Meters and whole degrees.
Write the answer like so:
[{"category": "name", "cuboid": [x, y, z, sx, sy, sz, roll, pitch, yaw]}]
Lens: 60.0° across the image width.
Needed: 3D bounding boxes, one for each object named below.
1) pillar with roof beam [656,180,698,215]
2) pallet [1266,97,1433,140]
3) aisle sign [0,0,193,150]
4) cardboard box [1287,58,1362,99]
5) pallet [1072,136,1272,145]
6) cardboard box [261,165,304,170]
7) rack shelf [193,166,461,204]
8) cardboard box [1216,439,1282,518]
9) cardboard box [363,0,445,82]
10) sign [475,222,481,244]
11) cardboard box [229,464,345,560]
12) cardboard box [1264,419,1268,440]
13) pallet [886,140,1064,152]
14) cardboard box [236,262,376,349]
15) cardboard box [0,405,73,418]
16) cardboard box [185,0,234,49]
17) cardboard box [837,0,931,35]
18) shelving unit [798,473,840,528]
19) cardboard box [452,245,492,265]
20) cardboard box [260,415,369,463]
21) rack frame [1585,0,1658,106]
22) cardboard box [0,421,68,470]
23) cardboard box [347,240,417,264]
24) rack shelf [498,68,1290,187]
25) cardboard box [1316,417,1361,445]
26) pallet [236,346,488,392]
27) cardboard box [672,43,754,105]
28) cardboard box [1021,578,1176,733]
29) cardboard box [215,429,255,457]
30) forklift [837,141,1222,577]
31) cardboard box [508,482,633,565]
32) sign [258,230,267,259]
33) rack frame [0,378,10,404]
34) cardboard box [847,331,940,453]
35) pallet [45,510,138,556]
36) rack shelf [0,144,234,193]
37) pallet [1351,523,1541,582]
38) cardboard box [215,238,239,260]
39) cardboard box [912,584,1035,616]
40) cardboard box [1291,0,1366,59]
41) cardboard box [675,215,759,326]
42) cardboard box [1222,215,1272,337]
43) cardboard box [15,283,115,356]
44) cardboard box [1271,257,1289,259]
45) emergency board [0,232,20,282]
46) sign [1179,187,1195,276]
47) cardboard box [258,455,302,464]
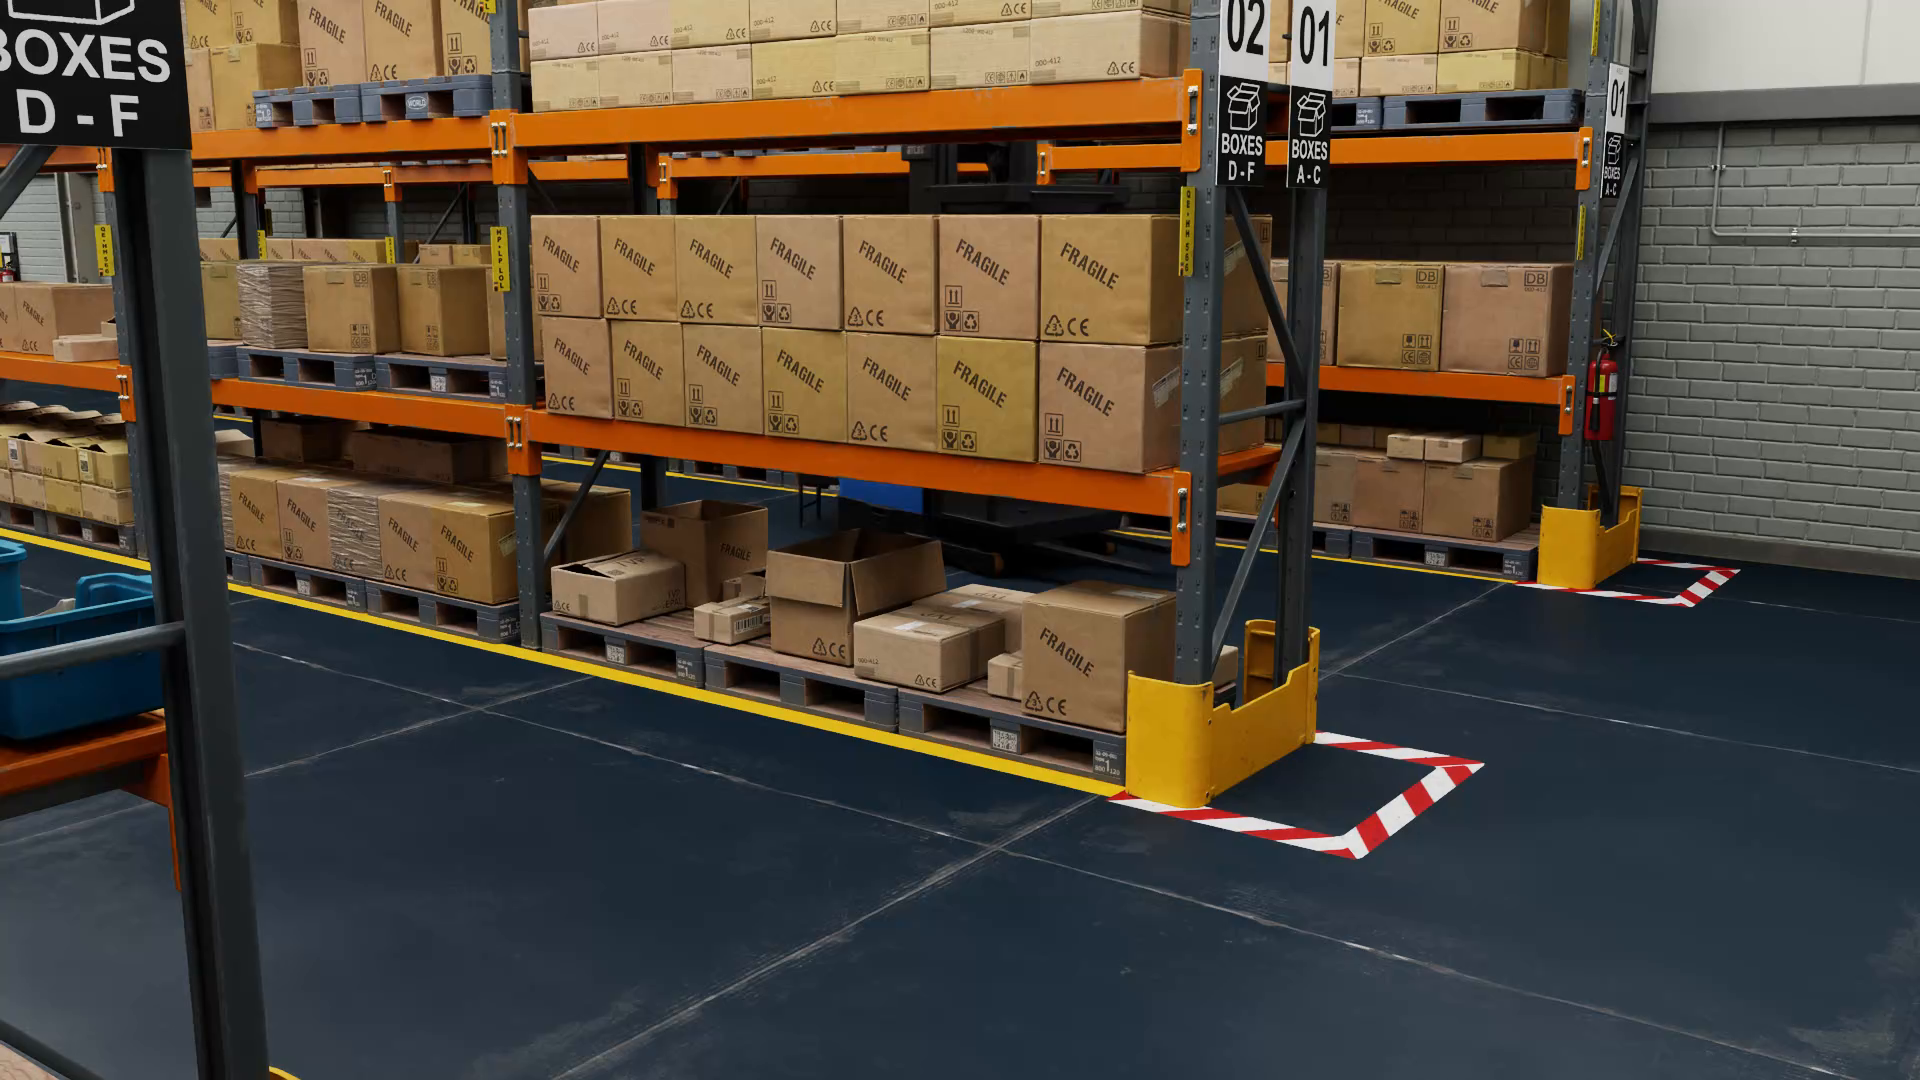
[{"category": "pillar with roof beam", "cuboid": [-5.412, -4.731, 12.794, 0.400, 9.000, 9.100, 8, 13, 36]}, {"category": "pallet", "cuboid": [2.528, -2.915, 11.537, 1.213, 0.211, 1.003, 8, 13, 36]}, {"category": "aisle sign", "cuboid": [-1.511, -1.064, 2.788, 0.004, 0.787, 0.394, 8, 13, 36]}, {"category": "cardboard box", "cuboid": [2.530, -3.079, 11.178, 0.500, 0.250, 0.500, 7, 13, 34]}, {"category": "pallet", "cuboid": [1.549, -3.052, 12.246, 1.213, 0.211, 1.003, 8, 13, 36]}, {"category": "cardboard box", "cuboid": [-7.378, -4.341, 18.358, 0.500, 0.500, 0.500, 9, 14, 39]}, {"category": "rack shelf", "cuboid": [-7.164, -3.961, 18.601, 4.000, 0.370, 1.077, 8, 13, 36]}, {"category": "cardboard box", "cuboid": [2.253, -0.481, 12.094, 0.500, 0.500, 0.700, 8, 14, 37]}, {"category": "cardboard box", "cuboid": [-2.948, -2.875, 9.462, 0.600, 0.600, 0.600, 8, 13, 35]}, {"category": "sign", "cuboid": [-5.227, -3.270, 17.987, 0.005, 0.325, 0.100, 8, 13, 36]}, {"category": "cardboard box", "cuboid": [-4.233, -0.186, 10.518, 0.500, 0.500, 0.500, 8, 13, 35]}, {"category": "cardboard box", "cuboid": [2.027, -0.789, 11.980, 0.250, 0.149, 0.380, 7, 13, 34]}, {"category": "pallet", "cuboid": [0.127, -3.191, 13.233, 1.217, 0.209, 0.805, 7, 13, 33]}, {"category": "cardboard box", "cuboid": [-4.059, -1.477, 10.400, 0.700, 0.500, 0.500, -10, 15, -42]}, {"category": "cardboard box", "cuboid": [-7.562, -0.930, 13.595, 0.500, 0.311, 0.500, 8, 14, 37]}, {"category": "cardboard box", "cuboid": [-4.499, -3.313, 10.465, 0.500, 0.500, 0.500, 8, 13, 36]}, {"category": "cardboard box", "cuboid": [-0.178, -2.284, 7.122, 0.500, 0.250, 0.500, 8, 13, 36]}, {"category": "shelving unit", "cuboid": [-0.912, -1.147, 12.429, 0.503, 2.100, 0.431, 3, 11, 16]}, {"category": "cardboard box", "cuboid": [-4.716, -2.755, 16.951, 0.500, 0.500, 0.700, 10, 15, 41]}, {"category": "cardboard box", "cuboid": [-4.317, -0.690, 11.146, 0.500, 0.250, 0.500, 9, 14, 38]}, {"category": "rack frame", "cuboid": [4.120, -4.212, 10.112, 0.127, 3.000, 1.000, 8, 13, 36]}, {"category": "cardboard box", "cuboid": [-7.056, -0.732, 12.572, 0.500, 0.311, 0.500, 8, 14, 37]}, {"category": "cardboard box", "cuboid": [-6.116, -2.926, 17.627, 0.500, 0.500, 0.500, 8, 13, 35]}, {"category": "rack shelf", "cuboid": [-0.421, -1.853, 7.705, 4.000, 0.370, 1.077, 8, 13, 36]}, {"category": "cardboard box", "cuboid": [2.692, -0.787, 11.966, 0.250, 0.149, 0.380, 8, 14, 36]}, {"category": "pallet", "cuboid": [-3.687, -1.096, 10.301, 1.213, 0.211, 1.003, 8, 13, 36]}, {"category": "cardboard box", "cuboid": [-0.985, -2.151, 7.750, 0.500, 0.250, 0.500, 8, 13, 36]}, {"category": "cardboard box", "cuboid": [0.606, 0.480, 7.076, 0.500, 0.500, 0.500, 8, 13, 36]}, {"category": "cardboard box", "cuboid": [-5.506, -0.643, 12.114, 0.500, 0.311, 0.500, 9, 14, 37]}, {"category": "forklift", "cuboid": [0.423, -1.304, 11.052, 1.130, 2.935, 3.031, -9, 14, -38]}, {"category": "cardboard box", "cuboid": [-2.279, -0.038, 9.754, 0.500, 0.500, 0.500, 7, 13, 33]}, {"category": "sign", "cuboid": [-4.944, -2.021, 11.741, 0.005, 0.325, 0.100, 8, 13, 36]}, {"category": "rack frame", "cuboid": [-8.482, -1.857, 13.733, 0.127, 3.000, 1.000, 8, 13, 36]}, {"category": "cardboard box", "cuboid": [-0.151, -0.681, 7.388, 0.500, 0.500, 0.500, 8, 14, 36]}, {"category": "pallet", "cuboid": [-5.898, -0.137, 12.183, 1.213, 0.211, 1.003, 8, 13, 36]}, {"category": "rack shelf", "cuboid": [-6.870, -2.752, 12.354, 4.000, 0.370, 1.077, 8, 13, 36]}, {"category": "pallet", "cuboid": [3.429, 0.024, 11.349, 1.213, 0.211, 1.003, 8, 13, 36]}, {"category": "cardboard box", "cuboid": [-8.177, -3.213, 19.111, 0.500, 0.500, 0.500, 8, 14, 36]}, {"category": "cardboard box", "cuboid": [0.114, 0.409, 8.101, 0.500, 0.250, 0.500, 8, 13, 36]}, {"category": "cardboard box", "cuboid": [2.546, -3.445, 11.096, 0.500, 0.500, 0.500, 7, 13, 33]}, {"category": "cardboard box", "cuboid": [-0.990, -1.286, 7.885, 0.500, 0.500, 0.500, 7, 13, 34]}, {"category": "cardboard box", "cuboid": [0.989, -1.139, 7.122, 0.500, 0.500, 0.500, 8, 14, 37]}, {"category": "cardboard box", "cuboid": [-6.620, -1.643, 12.361, 0.500, 0.500, 0.500, 7, 13, 33]}, {"category": "cardboard box", "cuboid": [1.908, -1.718, 12.221, 0.700, 0.700, 0.980, 8, 13, 34]}, {"category": "emergency board", "cuboid": [-14.505, -4.078, 25.211, 0.643, 1.169, 0.194, 8, 13, 36]}, {"category": "sign", "cuboid": [0.846, -1.149, 6.192, 0.005, 0.325, 0.100, 8, 13, 36]}, {"category": "cardboard box", "cuboid": [-4.365, -0.327, 11.247, 0.500, 0.500, 0.500, 9, 14, 38]}]
